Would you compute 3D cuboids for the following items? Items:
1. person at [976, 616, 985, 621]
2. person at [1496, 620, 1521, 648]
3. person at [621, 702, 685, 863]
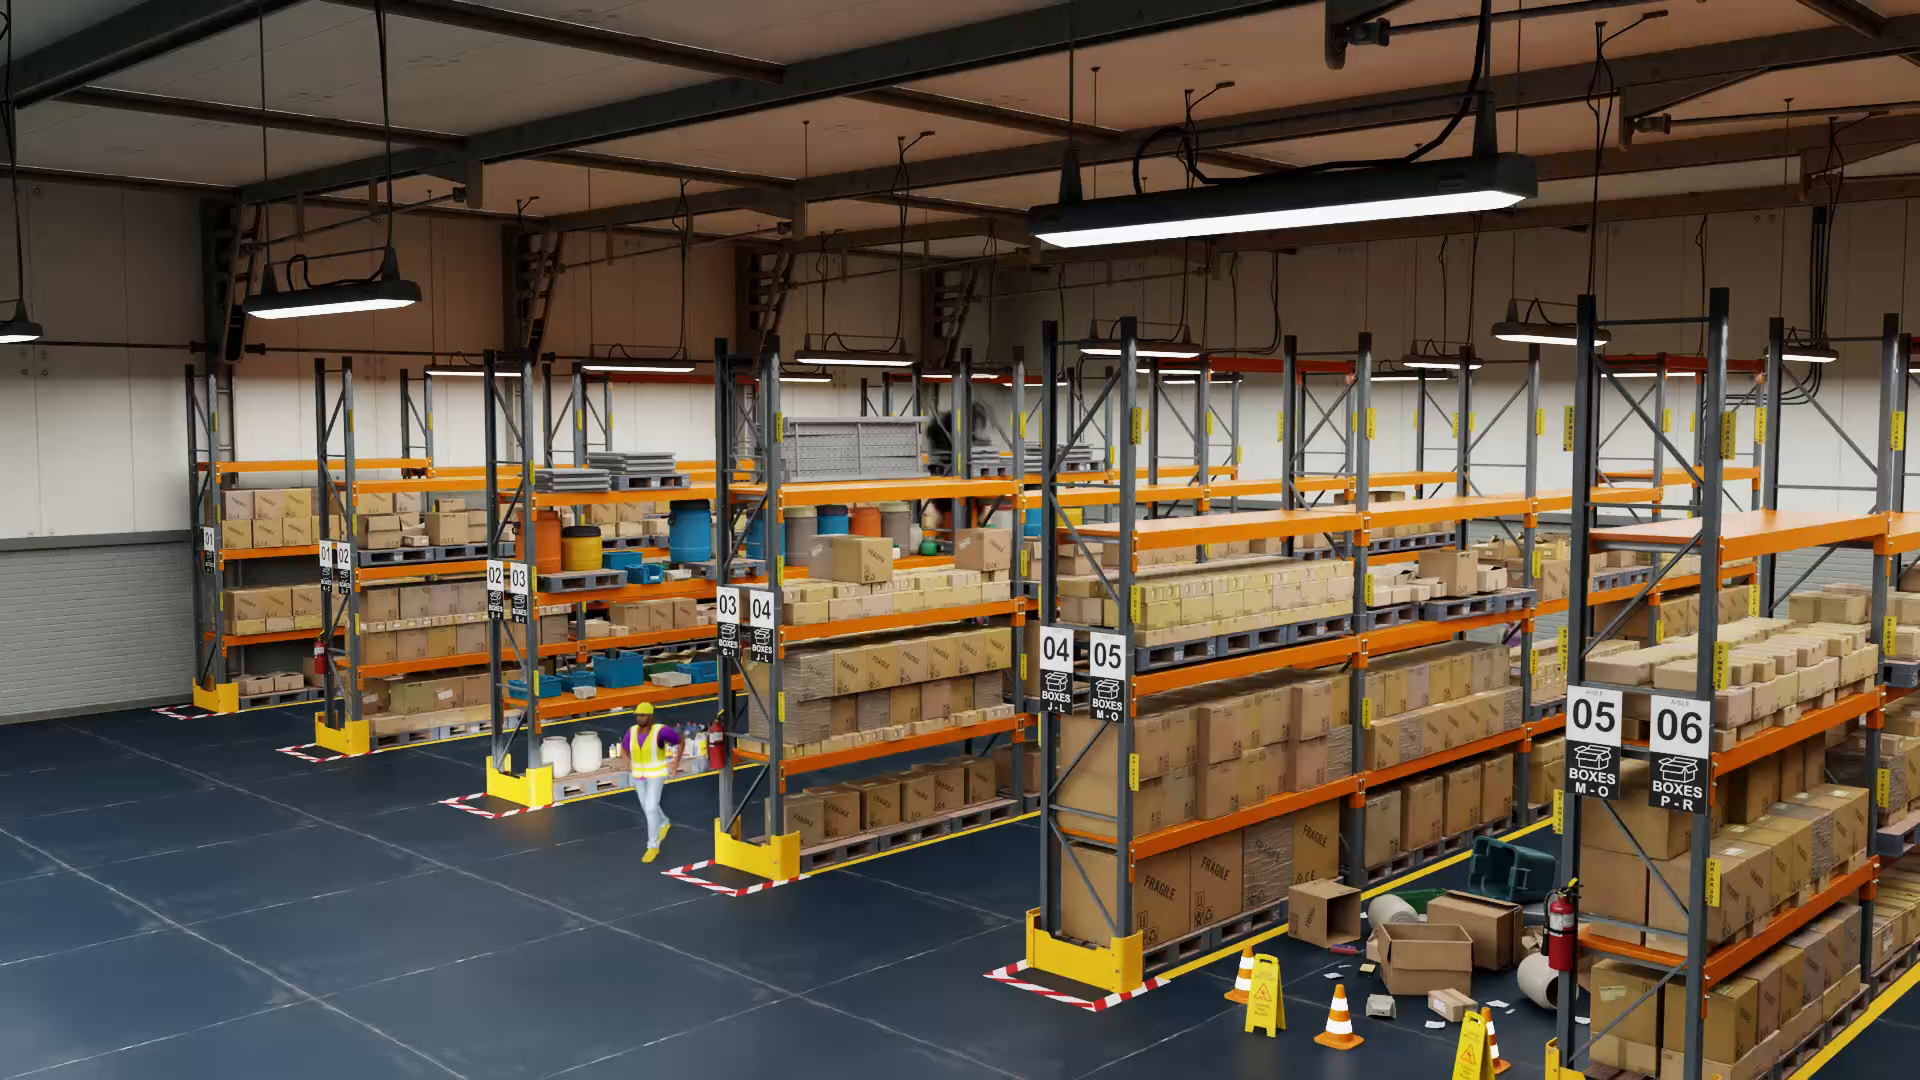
[{"bbox_3d":[0.416,1.707,31.152,0.615,1.594,0.503,4,6,43],"label":"person"},{"bbox_3d":[9.961,2.099,30.191,0.637,1.577,0.614,-1,5,-15],"label":"person"},{"bbox_3d":[-3.626,2.779,19.482,0.756,1.787,0.933,1,5,16],"label":"person"}]
